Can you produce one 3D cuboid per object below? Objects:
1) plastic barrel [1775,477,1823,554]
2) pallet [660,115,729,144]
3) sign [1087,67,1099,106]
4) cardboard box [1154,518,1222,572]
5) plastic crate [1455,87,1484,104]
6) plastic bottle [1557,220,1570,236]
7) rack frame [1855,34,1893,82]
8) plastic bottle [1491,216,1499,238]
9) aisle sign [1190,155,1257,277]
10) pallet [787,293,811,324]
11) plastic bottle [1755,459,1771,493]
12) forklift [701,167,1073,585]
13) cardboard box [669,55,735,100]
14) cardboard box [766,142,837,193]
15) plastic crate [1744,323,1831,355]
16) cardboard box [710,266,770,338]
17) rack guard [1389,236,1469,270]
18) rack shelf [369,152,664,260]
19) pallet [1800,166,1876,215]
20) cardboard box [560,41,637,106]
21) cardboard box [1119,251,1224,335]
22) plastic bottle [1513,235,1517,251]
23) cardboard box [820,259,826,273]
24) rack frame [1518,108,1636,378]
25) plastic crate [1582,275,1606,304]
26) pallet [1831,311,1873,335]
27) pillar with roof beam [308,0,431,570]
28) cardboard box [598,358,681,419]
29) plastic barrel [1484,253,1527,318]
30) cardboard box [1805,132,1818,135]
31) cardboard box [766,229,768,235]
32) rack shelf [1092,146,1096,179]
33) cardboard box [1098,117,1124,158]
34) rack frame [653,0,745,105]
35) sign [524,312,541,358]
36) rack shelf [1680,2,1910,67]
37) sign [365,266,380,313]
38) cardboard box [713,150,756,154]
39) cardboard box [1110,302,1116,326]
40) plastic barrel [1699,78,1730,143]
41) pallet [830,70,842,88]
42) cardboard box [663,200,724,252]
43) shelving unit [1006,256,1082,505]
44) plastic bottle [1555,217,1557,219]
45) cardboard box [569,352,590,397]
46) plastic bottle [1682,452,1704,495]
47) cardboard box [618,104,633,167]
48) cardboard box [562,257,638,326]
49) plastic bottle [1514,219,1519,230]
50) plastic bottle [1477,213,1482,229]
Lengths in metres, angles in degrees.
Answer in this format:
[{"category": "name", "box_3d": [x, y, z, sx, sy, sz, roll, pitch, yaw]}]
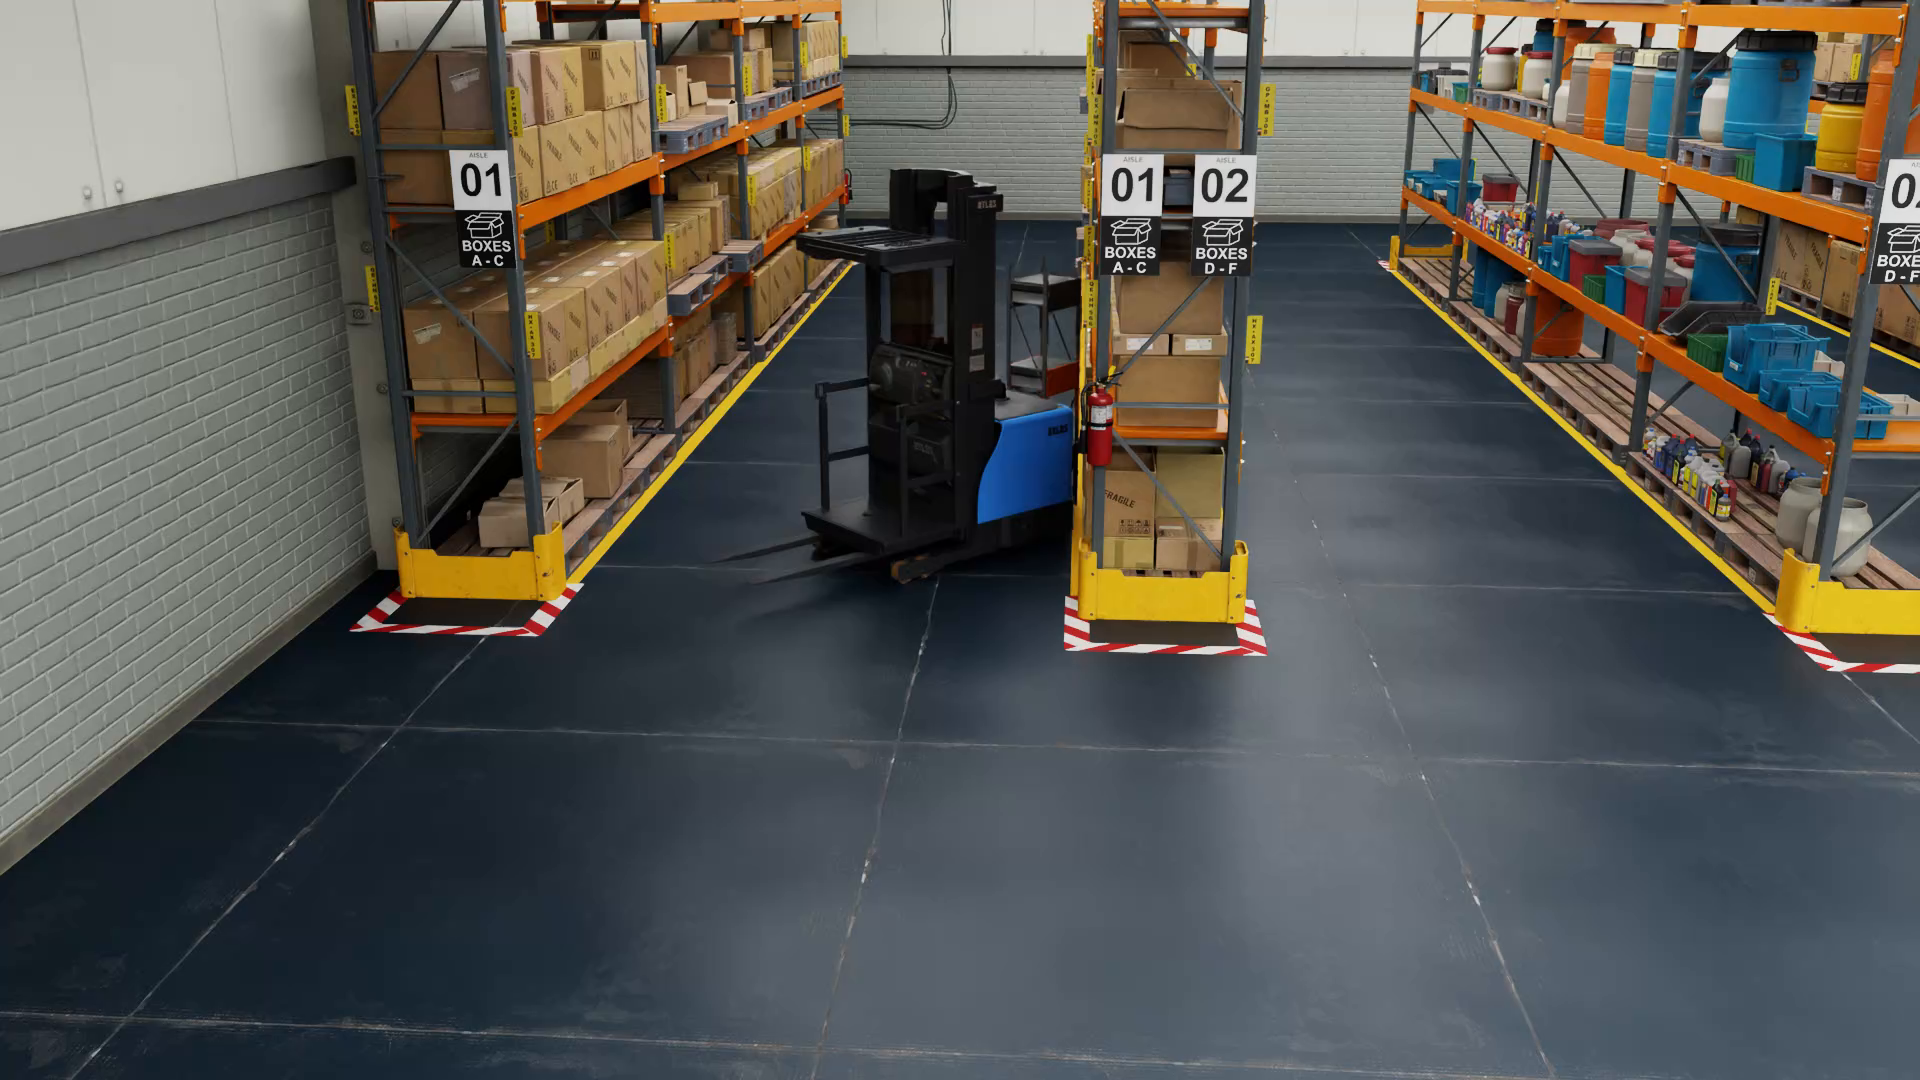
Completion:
[{"category": "plastic barrel", "box_3d": [6.374, -0.182, 12.481, 0.421, 0.512, 0.421, 0, 18, 0]}, {"category": "pallet", "box_3d": [-3.006, -4.114, 16.645, 1.213, 0.211, 1.003, 1, 18, 4]}, {"category": "sign", "box_3d": [1.171, -3.986, 14.618, 0.100, 0.325, 0.005, 1, 18, 4]}, {"category": "cardboard box", "box_3d": [1.687, 0.031, 12.252, 0.500, 0.250, 0.500, 1, 18, 4]}, {"category": "plastic crate", "box_3d": [6.956, -5.993, 22.417, 0.450, 0.188, 0.662, 1, 18, 4]}, {"category": "plastic bottle", "box_3d": [7.393, -3.786, 20.360, 0.152, 0.276, 0.135, 1, 18, 4]}, {"category": "rack frame", "box_3d": [12.167, -7.270, 21.157, 1.000, 3.000, 0.127, 1, 18, 4]}, {"category": "plastic bottle", "box_3d": [6.688, -3.908, 20.739, 0.097, 0.271, 0.097, 0, 18, 0]}, {"category": "aisle sign", "box_3d": [1.727, -2.122, 10.908, 0.394, 0.787, 0.004, 1, 18, 4]}, {"category": "pallet", "box_3d": [-2.635, -3.184, 22.802, 1.003, 0.211, 1.213, 1, 18, 4]}, {"category": "plastic bottle", "box_3d": [6.736, -0.549, 13.936, 0.061, 0.283, 0.133, 1, 18, 4]}, {"category": "forklift", "box_3d": [-0.536, -1.251, 12.535, 3.031, 2.935, 1.130, -15, 23, -38]}, {"category": "cardboard box", "box_3d": [-2.964, -5.339, 19.216, 0.700, 0.500, 0.500, 0, 18, 0]}, {"category": "cardboard box", "box_3d": [-2.435, -5.751, 25.674, 0.980, 0.700, 0.700, 1, 18, 3]}, {"category": "plastic crate", "box_3d": [6.845, -1.624, 13.802, 0.499, 0.251, 0.616, 1, 18, 4]}, {"category": "cardboard box", "box_3d": [-2.758, -2.912, 20.270, 0.750, 0.750, 0.750, 1, 18, 3]}, {"category": "rack guard", "box_3d": [7.503, -4.592, 26.633, 1.175, 0.500, 0.348, 1, 18, 4]}, {"category": "rack shelf", "box_3d": [-3.371, -2.728, 13.270, 1.077, 0.370, 4.000, 1, 18, 4]}, {"category": "pallet", "box_3d": [6.524, -2.393, 11.395, 1.003, 0.211, 1.213, 1, 18, 4]}, {"category": "cardboard box", "box_3d": [-3.022, -3.891, 13.863, 0.500, 0.500, 0.500, 2, 18, 7]}, {"category": "cardboard box", "box_3d": [1.476, -1.739, 11.670, 0.700, 0.500, 0.500, 1, 18, 4]}, {"category": "plastic bottle", "box_3d": [6.608, -3.526, 19.685, 0.097, 0.201, 0.097, 0, 18, 0]}, {"category": "cardboard box", "box_3d": [-2.420, -4.308, 25.092, 0.700, 0.500, 0.500, 2, 18, 5]}, {"category": "rack frame", "box_3d": [6.940, -3.287, 18.638, 1.000, 3.000, 0.127, 1, 18, 4]}, {"category": "plastic crate", "box_3d": [6.497, -2.491, 16.549, 0.450, 0.188, 0.662, 1, 18, 4]}, {"category": "pallet", "box_3d": [12.187, -2.852, 21.789, 1.003, 0.211, 1.213, 1, 18, 4]}, {"category": "pillar with roof beam", "box_3d": [-0.033, -4.015, 11.225, 9.100, 9.000, 0.400, 1, 18, 4]}, {"category": "cardboard box", "box_3d": [-3.192, -1.516, 16.541, 0.700, 0.500, 0.500, 2, 18, 6]}, {"category": "plastic barrel", "box_3d": [7.120, -3.343, 21.505, 0.600, 0.901, 0.708, 1, 18, 4]}, {"category": "cardboard box", "box_3d": [12.681, -5.930, 25.264, 0.500, 0.500, 0.500, 2, 18, 5]}, {"category": "cardboard box", "box_3d": [-2.622, -3.896, 20.866, 0.380, 0.149, 0.250, 2, 18, 5]}, {"category": "rack shelf", "box_3d": [1.857, -3.861, 16.728, 1.077, 0.370, 4.000, 1, 18, 4]}, {"category": "cardboard box", "box_3d": [1.246, -2.898, 11.974, 0.500, 0.250, 0.500, 1, 18, 4]}, {"category": "rack frame", "box_3d": [-2.941, -6.359, 18.378, 1.000, 3.000, 0.127, 1, 18, 4]}, {"category": "sign", "box_3d": [-2.974, -1.423, 11.558, 0.100, 0.325, 0.005, 1, 18, 4]}, {"category": "rack shelf", "box_3d": [6.510, -3.743, 12.191, 1.077, 0.370, 4.000, 1, 18, 4]}, {"category": "sign", "box_3d": [-4.067, -1.743, 11.557, 0.100, 0.325, 0.005, 1, 18, 4]}, {"category": "cardboard box", "box_3d": [-2.978, -5.006, 22.008, 0.500, 0.250, 0.500, 1, 18, 5]}, {"category": "cardboard box", "box_3d": [1.338, -1.713, 12.632, 0.380, 0.149, 0.250, 2, 18, 6]}, {"category": "plastic barrel", "box_3d": [6.427, -3.594, 13.902, 0.421, 0.512, 0.421, 0, 18, 0]}, {"category": "pallet", "box_3d": [-2.411, -7.146, 25.738, 1.003, 0.211, 1.213, 1, 18, 4]}, {"category": "cardboard box", "box_3d": [-2.978, -3.445, 18.251, 0.700, 0.500, 0.500, 0, 18, -1]}, {"category": "shelving unit", "box_3d": [0.696, -1.278, 13.948, 0.431, 2.100, 0.503, 13, 22, 36]}, {"category": "plastic bottle", "box_3d": [7.381, -3.878, 20.648, 0.097, 0.271, 0.097, 0, 18, 0]}, {"category": "cardboard box", "box_3d": [-3.140, -1.268, 12.684, 0.500, 0.250, 0.500, 1, 18, 2]}, {"category": "plastic bottle", "box_3d": [6.138, -0.563, 13.872, 0.144, 0.351, 0.185, 1, 18, 3]}, {"category": "cardboard box", "box_3d": [-3.067, -3.429, 14.061, 0.500, 0.500, 0.500, 0, 18, -1]}, {"category": "cardboard box", "box_3d": [-3.030, -2.096, 14.005, 0.500, 0.500, 0.500, 1, 18, 2]}, {"category": "plastic bottle", "box_3d": [6.783, -3.776, 20.317, 0.061, 0.283, 0.133, 1, 18, 4]}, {"category": "plastic bottle", "box_3d": [6.745, -4.121, 21.500, 0.097, 0.201, 0.097, 0, 18, 0]}]
